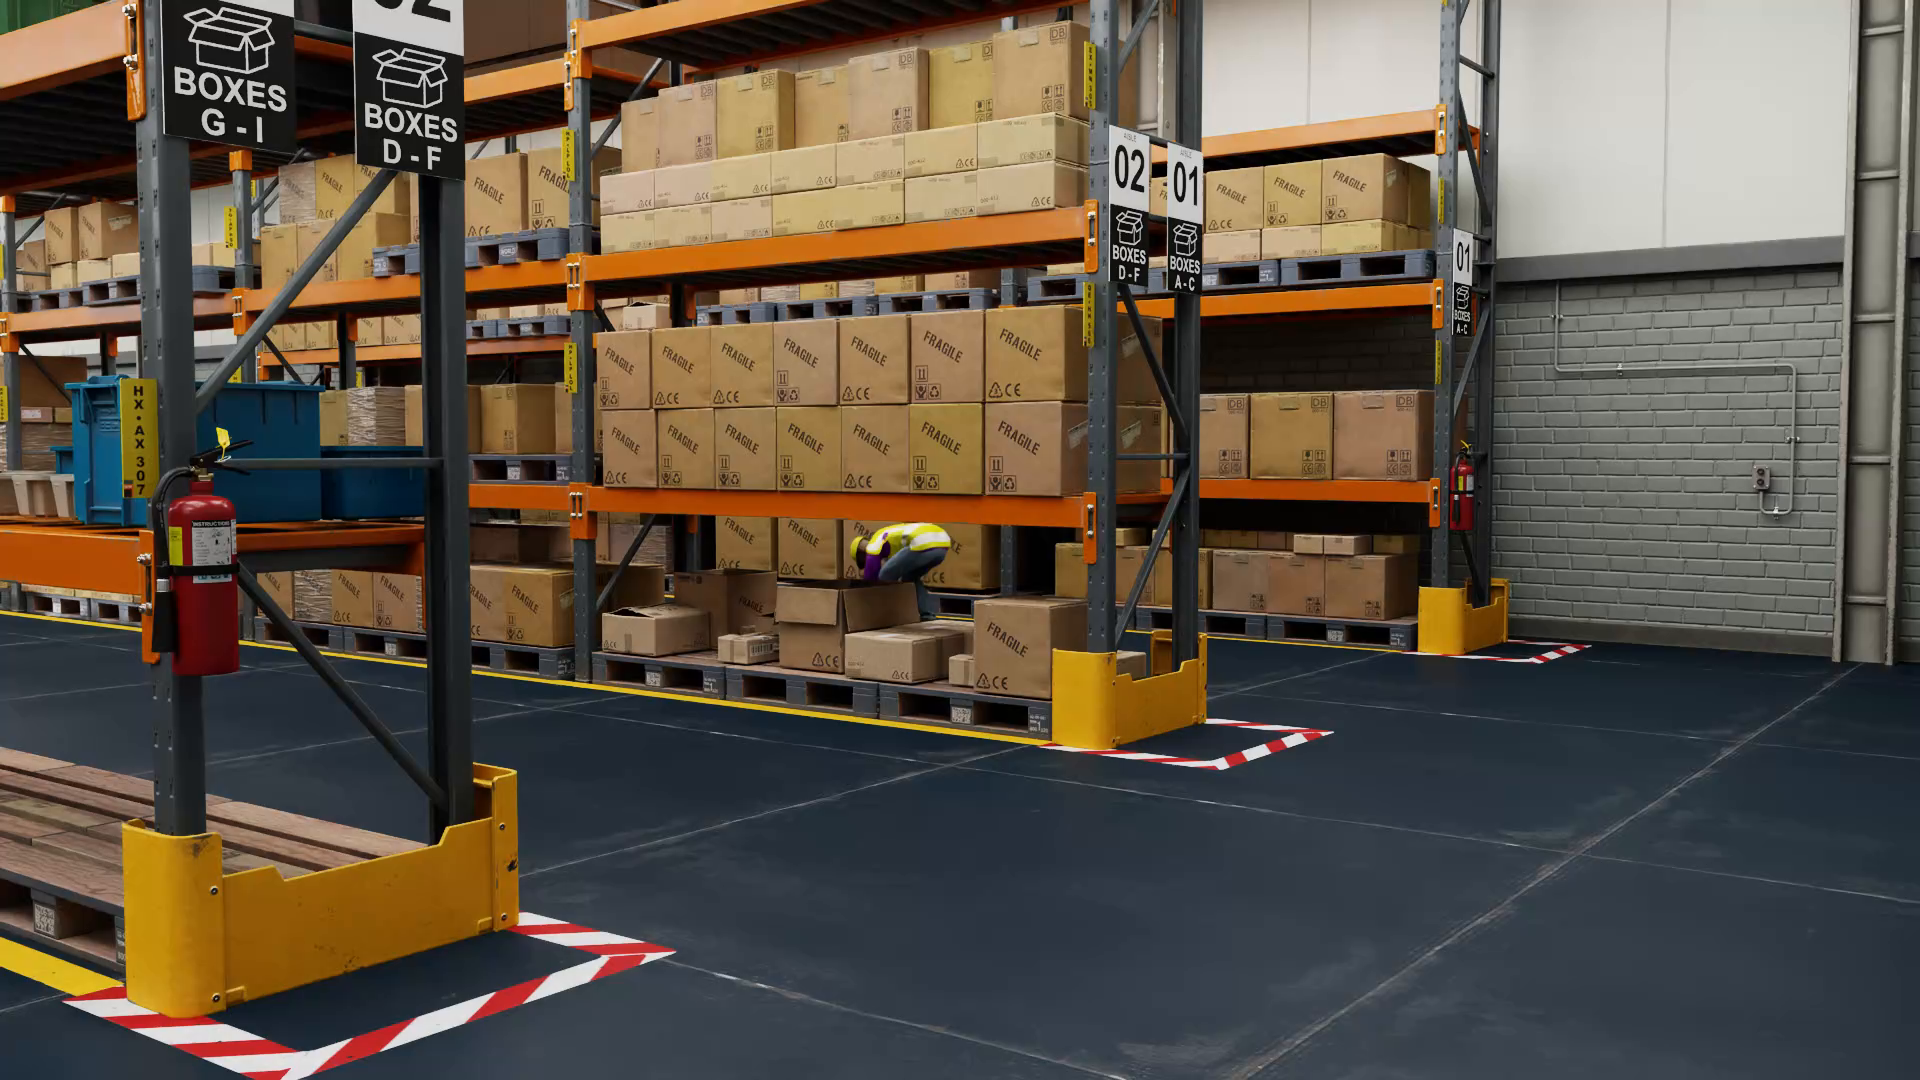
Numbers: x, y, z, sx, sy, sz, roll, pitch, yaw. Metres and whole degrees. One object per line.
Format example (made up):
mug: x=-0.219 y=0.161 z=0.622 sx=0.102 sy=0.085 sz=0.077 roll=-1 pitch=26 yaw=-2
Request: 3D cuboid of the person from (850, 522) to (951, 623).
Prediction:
person: x=-0.550 y=0.295 z=14.454 sx=0.975 sy=0.925 sz=0.508 roll=2 pitch=4 yaw=34
